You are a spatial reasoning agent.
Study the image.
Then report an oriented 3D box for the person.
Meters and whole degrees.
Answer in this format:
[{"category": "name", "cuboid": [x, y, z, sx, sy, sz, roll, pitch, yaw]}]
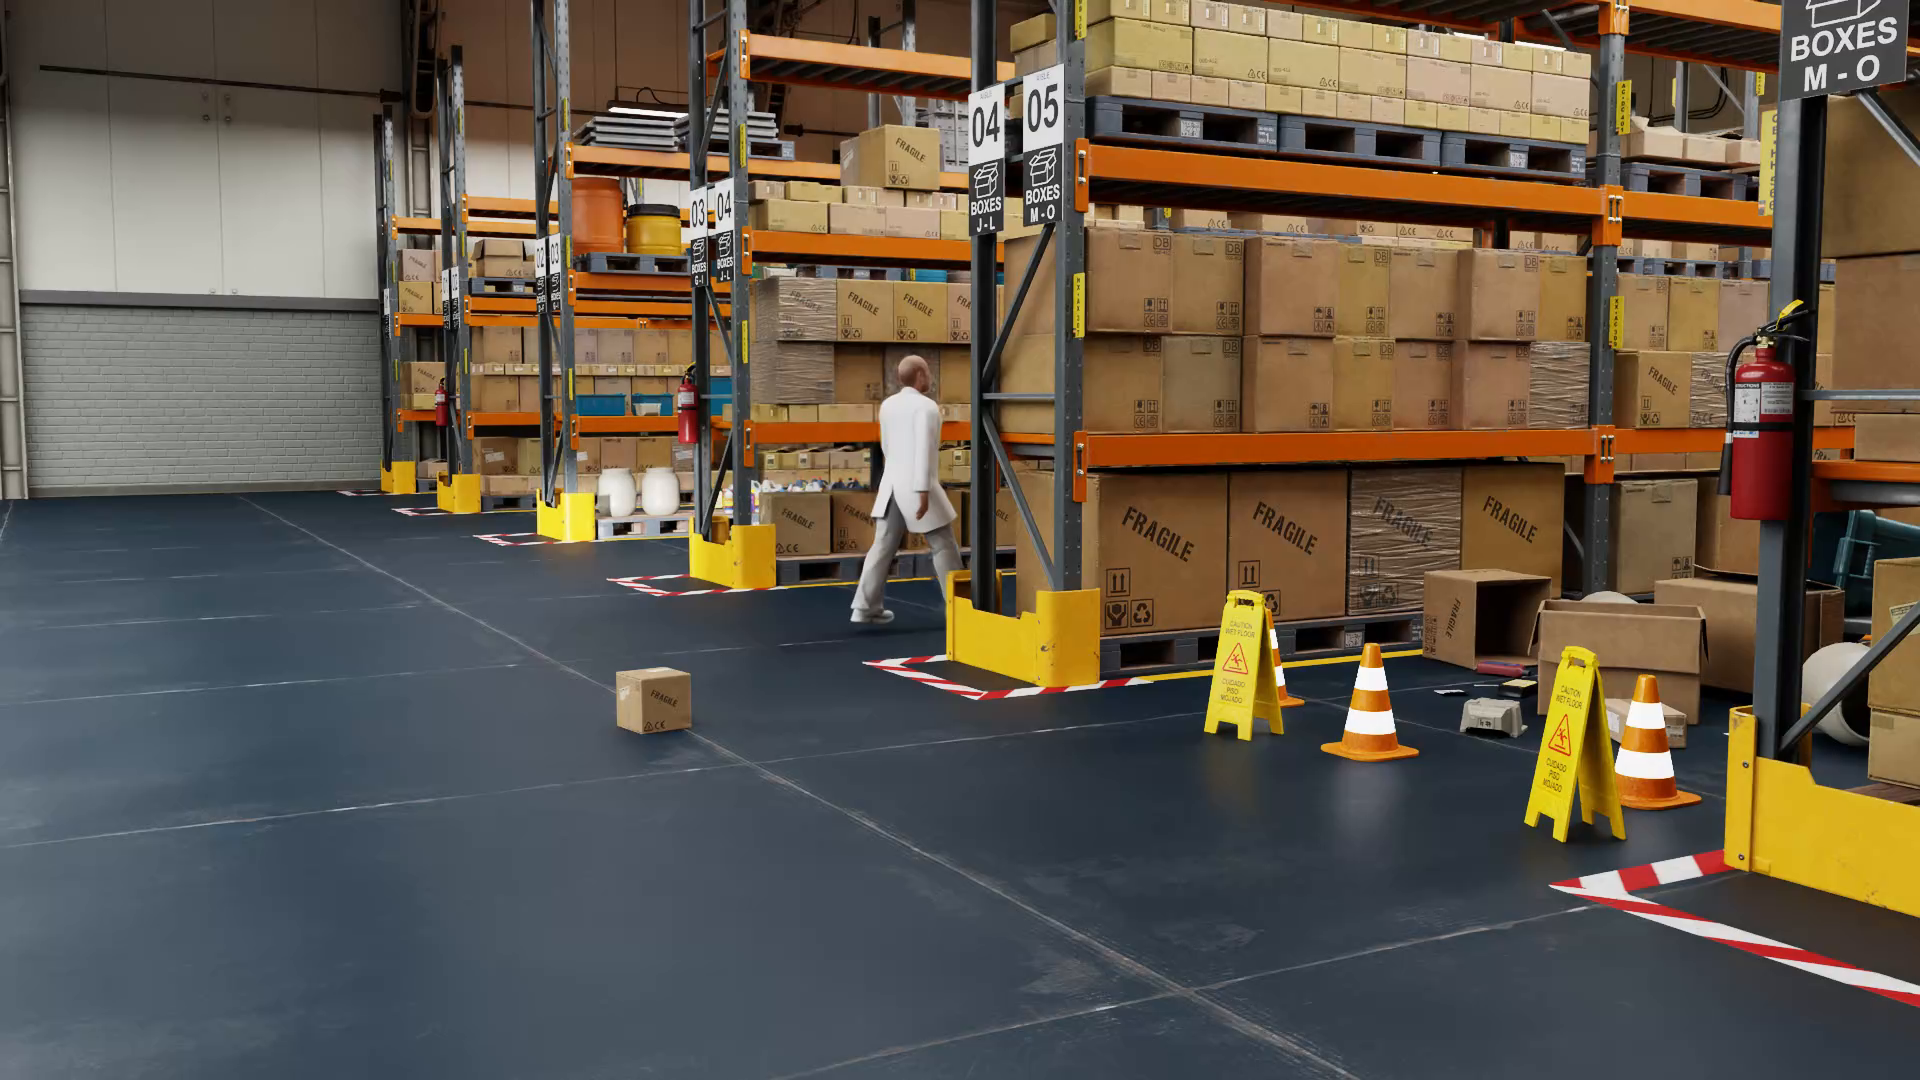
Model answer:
[{"category": "person", "cuboid": [-0.259, -0.324, 10.823, 1.048, 1.743, 0.638, -5, 7, -45]}]
